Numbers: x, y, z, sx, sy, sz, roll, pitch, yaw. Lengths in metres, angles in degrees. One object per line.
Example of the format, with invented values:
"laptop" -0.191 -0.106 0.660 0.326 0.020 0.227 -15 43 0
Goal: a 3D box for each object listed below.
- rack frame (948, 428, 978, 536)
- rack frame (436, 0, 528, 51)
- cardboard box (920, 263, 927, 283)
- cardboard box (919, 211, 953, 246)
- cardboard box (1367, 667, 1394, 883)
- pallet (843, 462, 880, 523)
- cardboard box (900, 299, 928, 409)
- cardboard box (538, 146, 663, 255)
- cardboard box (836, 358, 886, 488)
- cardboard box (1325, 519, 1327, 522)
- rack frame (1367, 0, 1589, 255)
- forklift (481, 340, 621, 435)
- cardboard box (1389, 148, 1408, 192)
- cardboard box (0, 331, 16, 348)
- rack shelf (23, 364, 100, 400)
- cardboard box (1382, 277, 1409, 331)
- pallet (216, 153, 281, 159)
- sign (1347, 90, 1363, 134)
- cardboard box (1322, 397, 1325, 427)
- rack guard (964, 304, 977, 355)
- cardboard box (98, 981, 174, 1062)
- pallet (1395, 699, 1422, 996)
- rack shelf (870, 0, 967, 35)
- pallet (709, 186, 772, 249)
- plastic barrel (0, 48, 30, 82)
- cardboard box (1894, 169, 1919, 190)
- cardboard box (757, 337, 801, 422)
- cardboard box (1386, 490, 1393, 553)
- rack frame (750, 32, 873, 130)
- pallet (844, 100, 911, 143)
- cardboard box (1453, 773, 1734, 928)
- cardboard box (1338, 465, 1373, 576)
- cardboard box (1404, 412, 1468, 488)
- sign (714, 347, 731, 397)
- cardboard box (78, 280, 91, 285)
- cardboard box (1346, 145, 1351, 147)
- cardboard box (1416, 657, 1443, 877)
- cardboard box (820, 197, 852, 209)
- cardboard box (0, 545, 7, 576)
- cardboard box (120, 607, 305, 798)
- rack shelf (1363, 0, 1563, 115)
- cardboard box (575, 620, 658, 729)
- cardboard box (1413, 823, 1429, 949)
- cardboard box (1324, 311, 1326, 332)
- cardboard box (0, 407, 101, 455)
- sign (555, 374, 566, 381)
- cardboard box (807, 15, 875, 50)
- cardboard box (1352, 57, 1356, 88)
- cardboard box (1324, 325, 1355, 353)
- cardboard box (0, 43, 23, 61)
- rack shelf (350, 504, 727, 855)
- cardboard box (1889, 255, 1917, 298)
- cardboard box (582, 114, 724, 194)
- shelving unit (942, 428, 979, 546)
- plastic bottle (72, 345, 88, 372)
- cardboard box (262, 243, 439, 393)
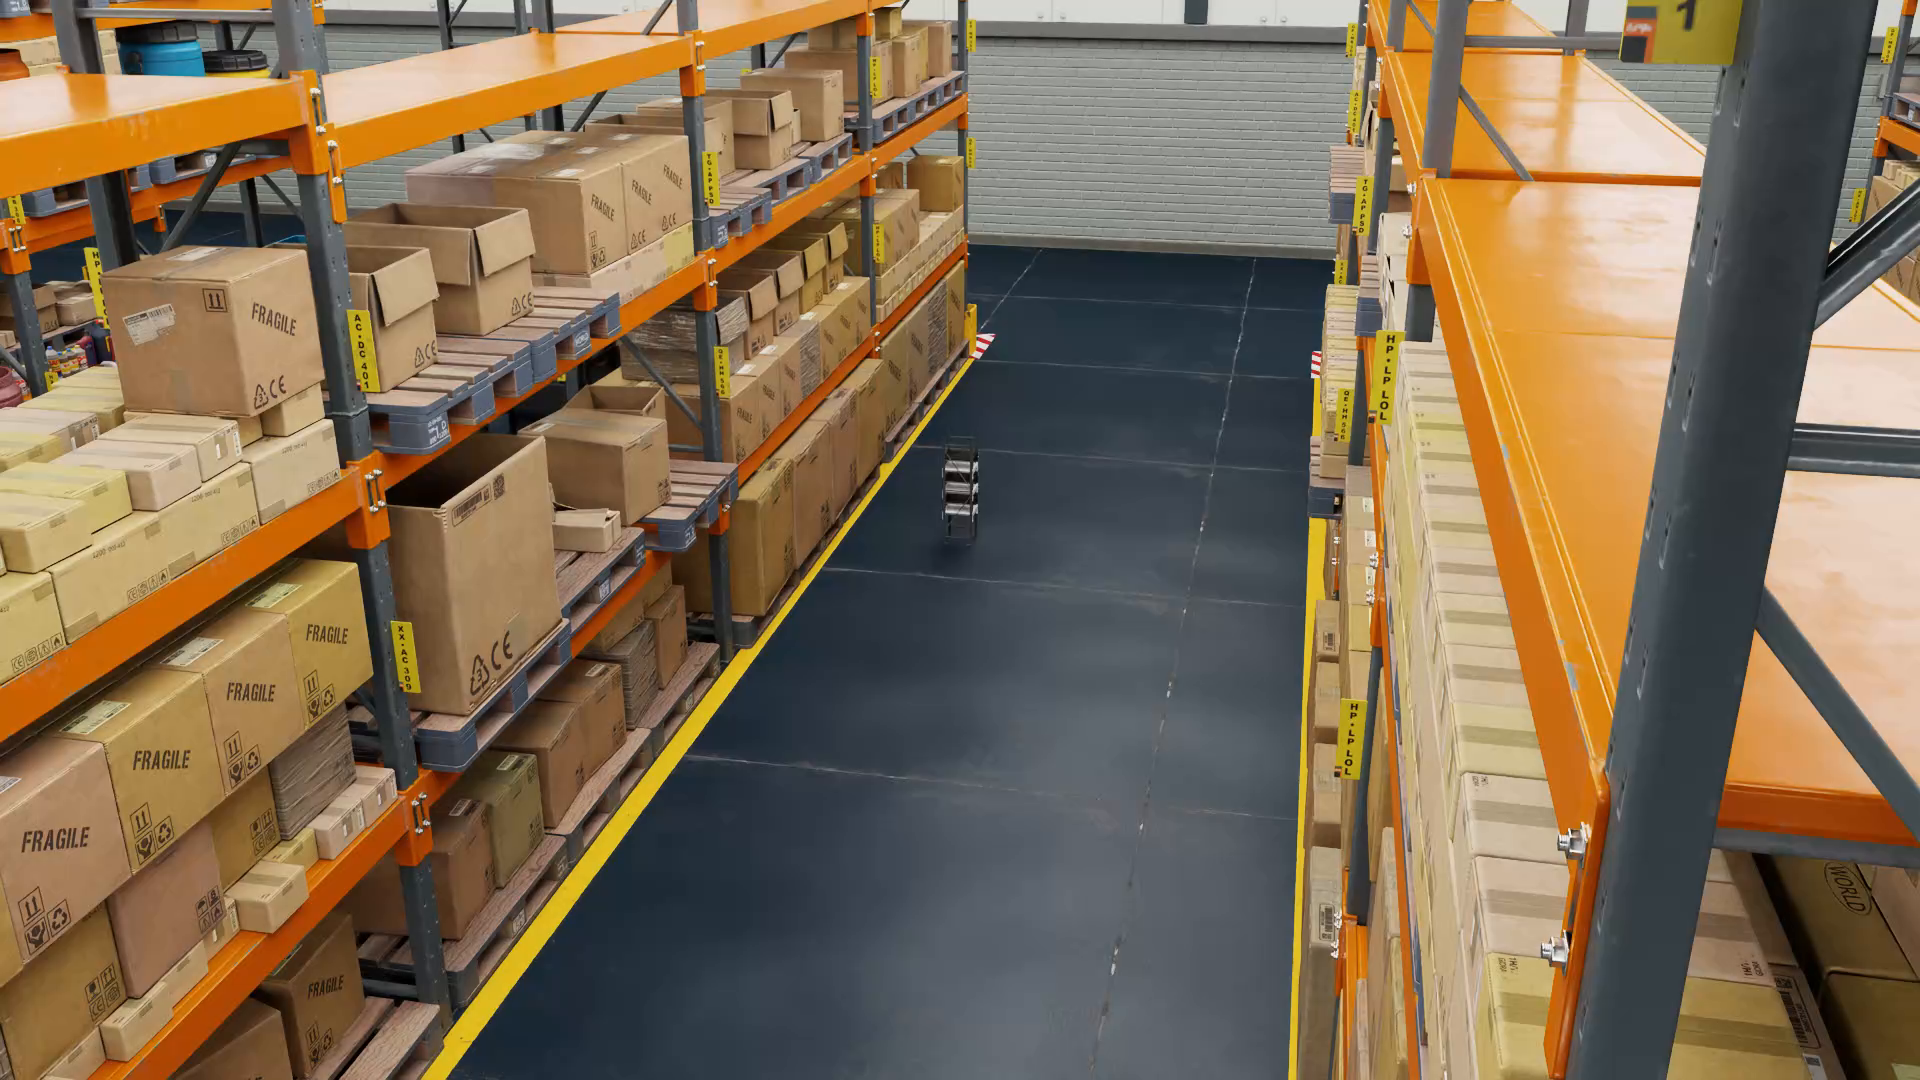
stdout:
"rack frame" 0.022 -0.458 13.316 0.240 0.900 0.006 4 22 11
"rack frame" -5.265 -6.693 17.957 1.000 3.000 0.127 4 22 11
"cardboard box" -0.530 -2.606 16.177 0.380 0.149 0.250 4 22 9
"cardboard box" -0.359 -3.218 17.162 0.500 0.250 0.500 4 22 10
"cardboard box" 1.861 0.833 5.655 0.875 0.550 0.550 4 22 11
"pallet" -1.316 -0.488 14.314 1.003 0.211 1.213 4 22 11
"cardboard box" -0.836 -1.843 16.228 0.875 0.875 0.875 4 22 11
"cardboard box" -1.995 -1.895 9.255 0.500 0.500 0.500 4 22 11
"cardboard box" -1.343 -1.043 14.242 1.225 0.875 0.875 5 22 11
"cardboard box" 3.192 -0.440 13.245 0.500 0.500 0.500 5 23 13
"rack frame" 2.787 -2.975 8.724 1.000 3.000 0.127 4 22 11
"forklift" -3.415 -1.704 13.692 1.130 2.935 3.031 6 23 14
"cardboard box" 2.615 -2.152 9.540 0.396 0.266 0.258 4 22 11
"cardboard box" -10.465 -2.170 17.961 0.380 0.166 0.250 4 22 11
"rack shelf" -6.489 -1.382 13.764 1.077 0.370 4.000 4 22 11
"cardboard box" 2.113 -0.978 7.205 0.500 0.311 0.500 4 22 9
"pallet" -6.145 -3.457 14.190 1.213 0.211 1.003 4 22 11
"sign" 3.070 -3.325 12.916 0.100 0.325 0.005 4 22 11
"cardboard box" 2.546 -0.818 10.775 0.380 0.149 0.250 5 22 12
"rack guard" -0.411 -2.382 18.629 1.175 0.500 0.348 4 22 11
"cardboard box" -2.941 1.621 5.680 0.380 0.149 0.250 4 22 11
"pallet" 1.542 0.664 3.824 1.003 0.211 1.213 4 22 11
"rack shelf" -0.824 -5.065 15.413 1.077 0.370 4.000 4 22 11
"pallet" -1.969 -2.150 10.945 1.213 0.211 1.003 6 23 13
"plastic barrel" -6.778 -2.977 11.609 0.600 0.830 0.708 4 22 11
"cardboard box" 8.793 -3.292 15.202 0.380 0.149 0.250 5 23 13
"cardboard box" -1.479 -1.187 12.182 0.500 0.500 0.500 4 22 10
"cardboard box" 1.512 -0.043 5.101 0.380 0.149 0.250 5 22 11
"rack frame" -1.232 -4.853 13.387 1.000 3.000 0.127 4 22 11
"pallet" -1.055 -3.718 14.705 1.003 0.211 1.213 4 22 11
"cardboard box" 0.995 0.514 2.650 0.380 0.149 0.250 5 22 12
"cardboard box" 2.431 -0.095 9.470 0.500 0.500 0.500 5 22 12
"cardboard box" 1.409 -0.229 4.495 0.380 0.149 0.250 4 22 10
"sign" -1.515 -1.069 10.580 0.100 0.325 0.005 4 22 11
"cardboard box" -10.535 -3.044 20.154 0.380 0.149 0.250 4 22 11
"cardboard box" 4.068 -3.622 16.491 0.500 0.500 0.500 4 22 11
"cardboard box" 1.187 0.466 3.303 0.500 0.250 0.500 4 22 11
"cardboard box" -1.294 -2.858 15.263 0.500 0.500 0.500 5 22 11
"cardboard box" -3.053 0.064 4.861 0.380 0.149 0.250 4 22 9
"cardboard box" -2.788 0.576 6.067 0.500 0.500 0.500 4 22 11
"rack shelf" 3.195 -3.187 10.750 1.077 0.370 4.000 4 22 11
"cardboard box" -2.266 0.799 10.142 0.700 0.500 0.500 3 22 6
"cardboard box" 1.098 0.698 3.261 0.380 0.149 0.250 4 22 10
"cardboard box" 3.021 -1.667 12.884 0.380 0.149 0.250 4 22 10
"cardboard box" -3.297 -0.355 5.902 0.380 0.149 0.250 5 22 11
"sign" -2.592 -1.185 10.762 0.100 0.325 0.005 4 22 11
"cardboard box" -1.034 -4.440 14.545 0.500 0.250 0.500 3 22 7
"cardboard box" 4.073 -4.527 16.126 0.500 0.250 0.500 5 22 12
"cardboard box" 2.809 -1.427 11.890 0.380 0.149 0.250 5 23 13
"cardboard box" -10.271 -5.087 17.516 0.500 0.250 0.500 4 22 11
"rack shelf" -2.456 0.458 9.194 1.077 0.370 4.000 4 22 11
"cardboard box" 8.709 -2.298 14.941 0.500 0.500 0.500 4 22 11
"cardboard box" -1.994 -2.470 10.785 0.797 0.503 0.637 6 23 14
"shelving unit" 0.002 -0.420 13.223 0.258 0.900 0.210 4 22 11
"plastic bottle" -7.005 -1.447 13.228 0.097 0.201 0.097 0 22 0
"cardboard box" -2.672 -0.943 6.993 0.797 0.503 0.637 3 22 8
